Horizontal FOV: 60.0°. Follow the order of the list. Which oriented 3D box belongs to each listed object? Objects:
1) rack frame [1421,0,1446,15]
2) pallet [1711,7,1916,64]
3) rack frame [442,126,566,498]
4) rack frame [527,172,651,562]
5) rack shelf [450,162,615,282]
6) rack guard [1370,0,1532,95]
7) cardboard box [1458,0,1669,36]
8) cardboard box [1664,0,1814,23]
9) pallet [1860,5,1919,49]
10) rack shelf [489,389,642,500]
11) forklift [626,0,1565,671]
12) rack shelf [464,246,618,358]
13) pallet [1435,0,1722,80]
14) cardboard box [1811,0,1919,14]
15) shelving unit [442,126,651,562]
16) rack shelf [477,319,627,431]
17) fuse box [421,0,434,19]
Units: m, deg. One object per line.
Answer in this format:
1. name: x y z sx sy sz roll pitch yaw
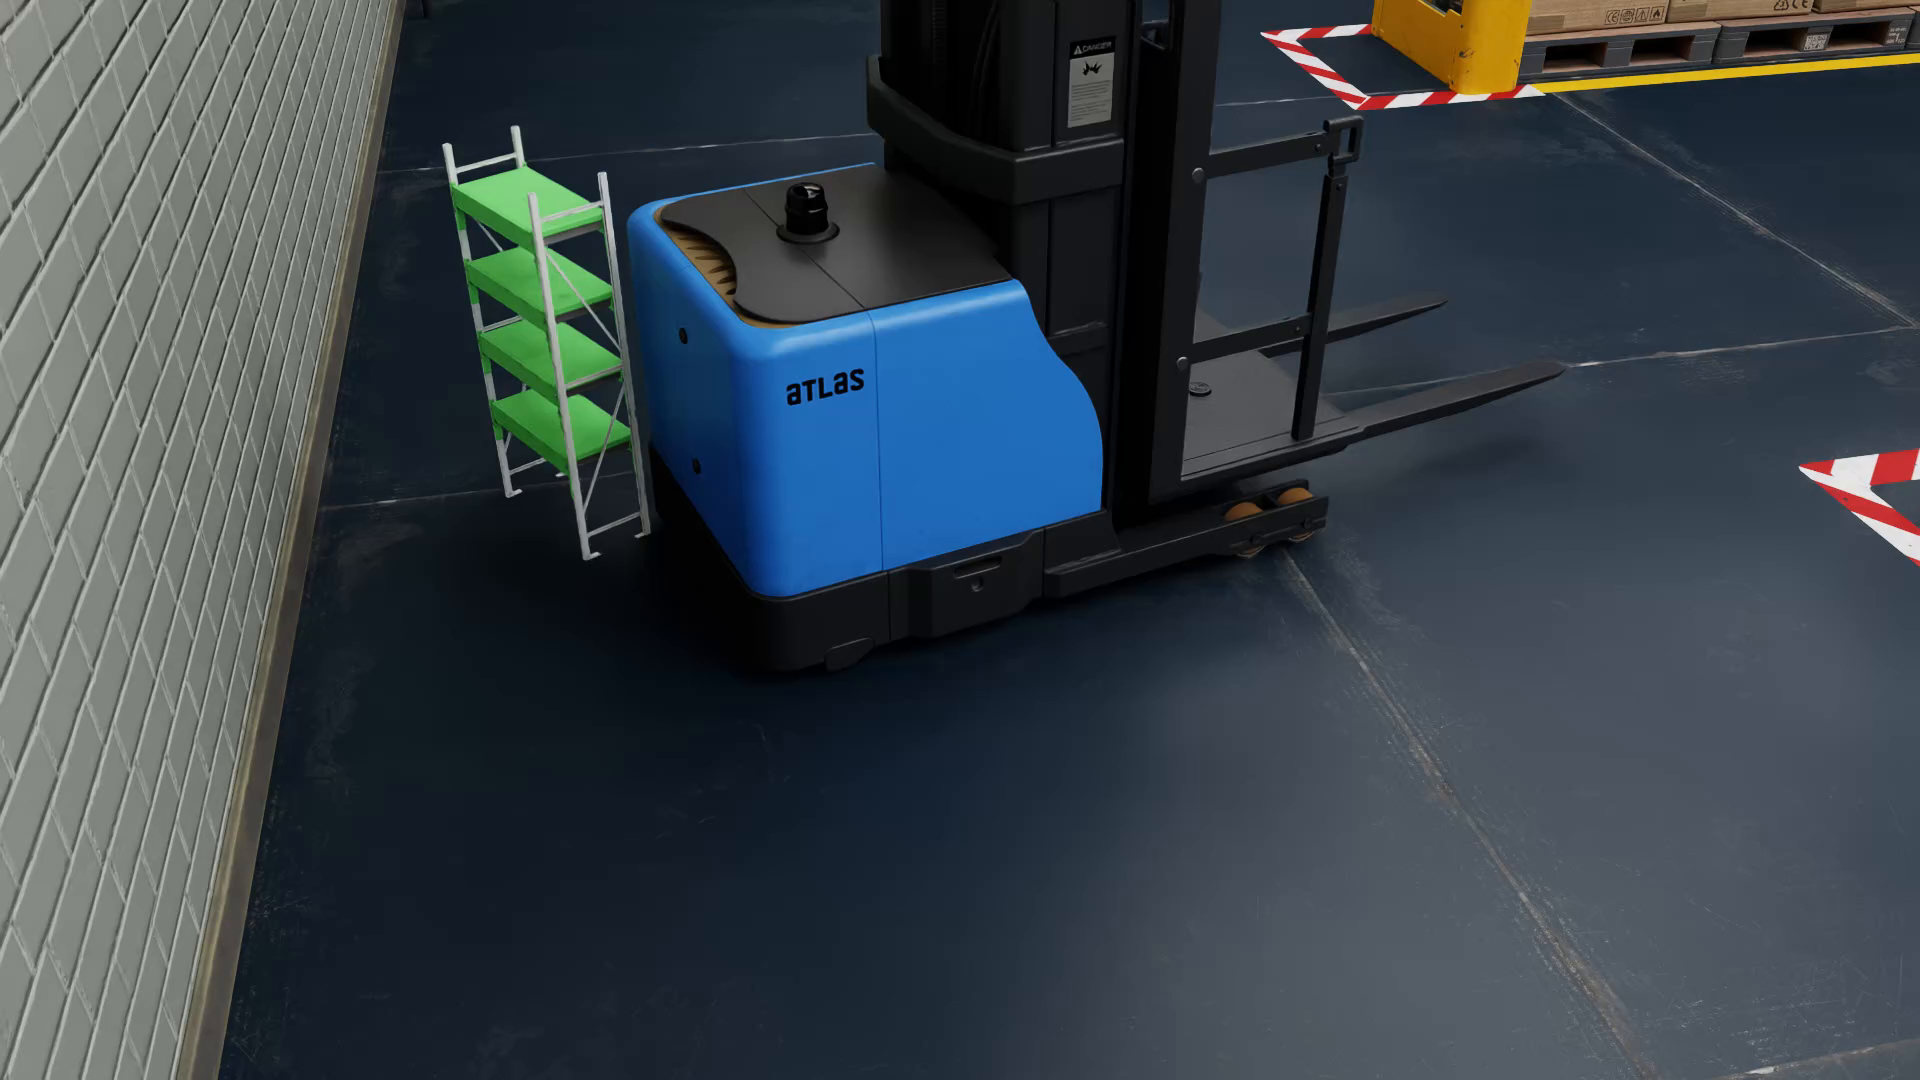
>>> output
1. rack frame: 2.684 -3.916 8.394 0.127 3.000 1.000 -7 35 -11
2. pallet: 4.634 -3.047 9.601 1.213 0.211 1.003 -7 35 -11
3. rack frame: -1.398 -0.683 5.190 0.240 1.200 0.015 -26 42 -33
4. rack frame: -1.076 -0.479 4.886 0.240 1.200 0.015 -26 42 -33
5. rack shelf: -1.237 -0.926 4.806 0.258 0.148 0.480 -26 42 -33
6. rack guard: 2.661 -2.875 9.086 0.348 0.500 1.175 -7 35 -11
7. cardboard box: 3.306 -3.162 9.193 0.875 0.438 0.875 -8 35 -12
8. cardboard box: 4.197 -3.279 9.367 0.875 0.438 0.875 -6 34 -9
9. pallet: 5.827 -3.199 9.828 1.213 0.211 1.003 -7 35 -11
10. rack shelf: -1.237 -0.328 5.208 0.258 0.148 0.480 -26 42 -33
11. forklift: 0.585 -1.412 4.724 3.031 2.935 1.130 -16 37 -22
12. rack shelf: -1.237 -0.727 4.940 0.258 0.148 0.480 -26 42 -33
13. pallet: 3.447 -2.899 9.381 1.213 0.211 1.003 -7 35 -11
14. cardboard box: 5.077 -3.389 9.531 0.875 0.438 0.875 -8 35 -12
15. shelving unit: -1.237 -0.581 5.038 0.258 1.200 0.503 -26 42 -33
16. rack shelf: -1.237 -0.527 5.074 0.258 0.148 0.480 -26 42 -33
17. fuse box: -3.132 -3.835 9.429 0.414 1.711 0.539 -7 35 -11
